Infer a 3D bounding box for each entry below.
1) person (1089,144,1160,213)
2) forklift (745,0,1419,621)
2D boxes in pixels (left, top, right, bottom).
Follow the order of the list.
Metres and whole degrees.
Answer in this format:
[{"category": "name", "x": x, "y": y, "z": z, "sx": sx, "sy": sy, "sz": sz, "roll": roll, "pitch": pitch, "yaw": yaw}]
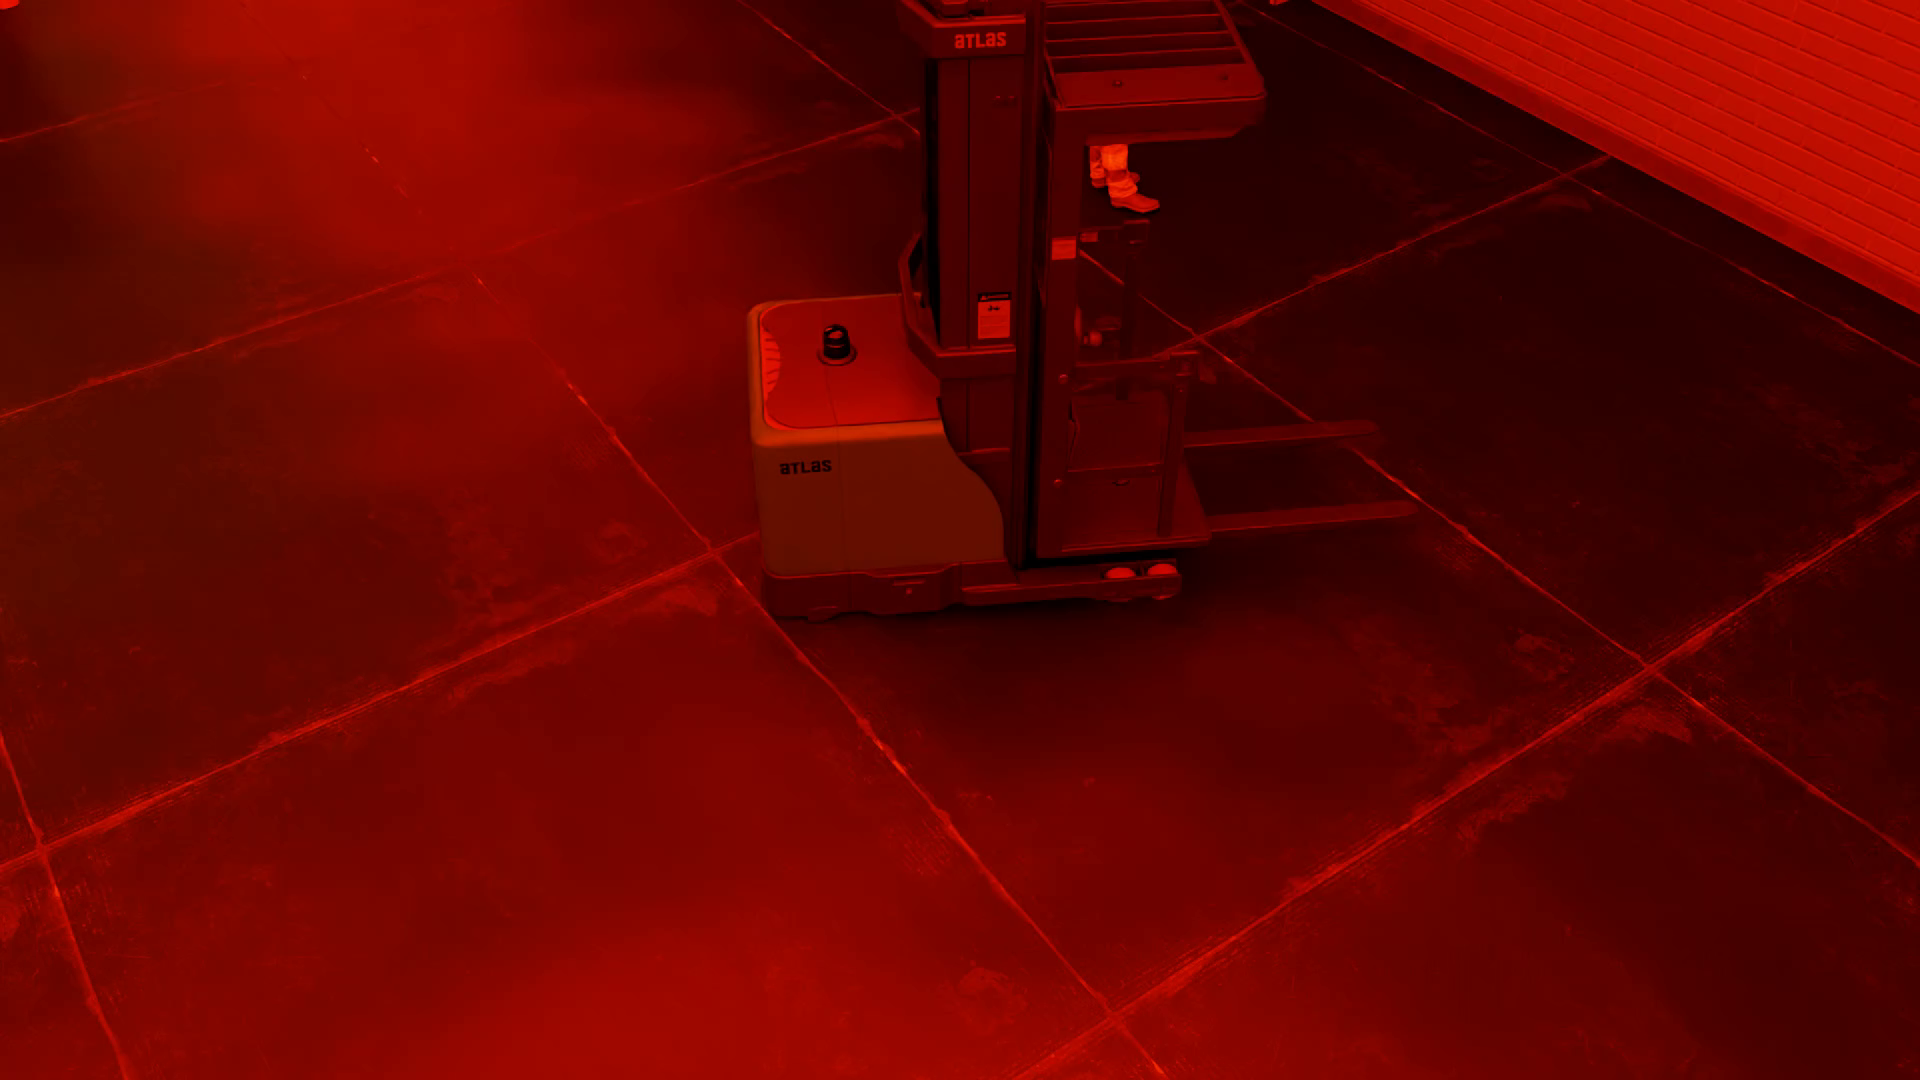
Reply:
[{"category": "person", "x": 0.943, "y": -2.830, "z": 9.619, "sx": 0.566, "sy": 1.786, "sz": 0.637, "roll": 4, "pitch": 43, "yaw": 4}, {"category": "forklift", "x": 0.582, "y": -1.147, "z": 6.960, "sx": 3.031, "sy": 2.935, "sz": 1.130, "roll": -5, "pitch": 43, "yaw": -5}]
